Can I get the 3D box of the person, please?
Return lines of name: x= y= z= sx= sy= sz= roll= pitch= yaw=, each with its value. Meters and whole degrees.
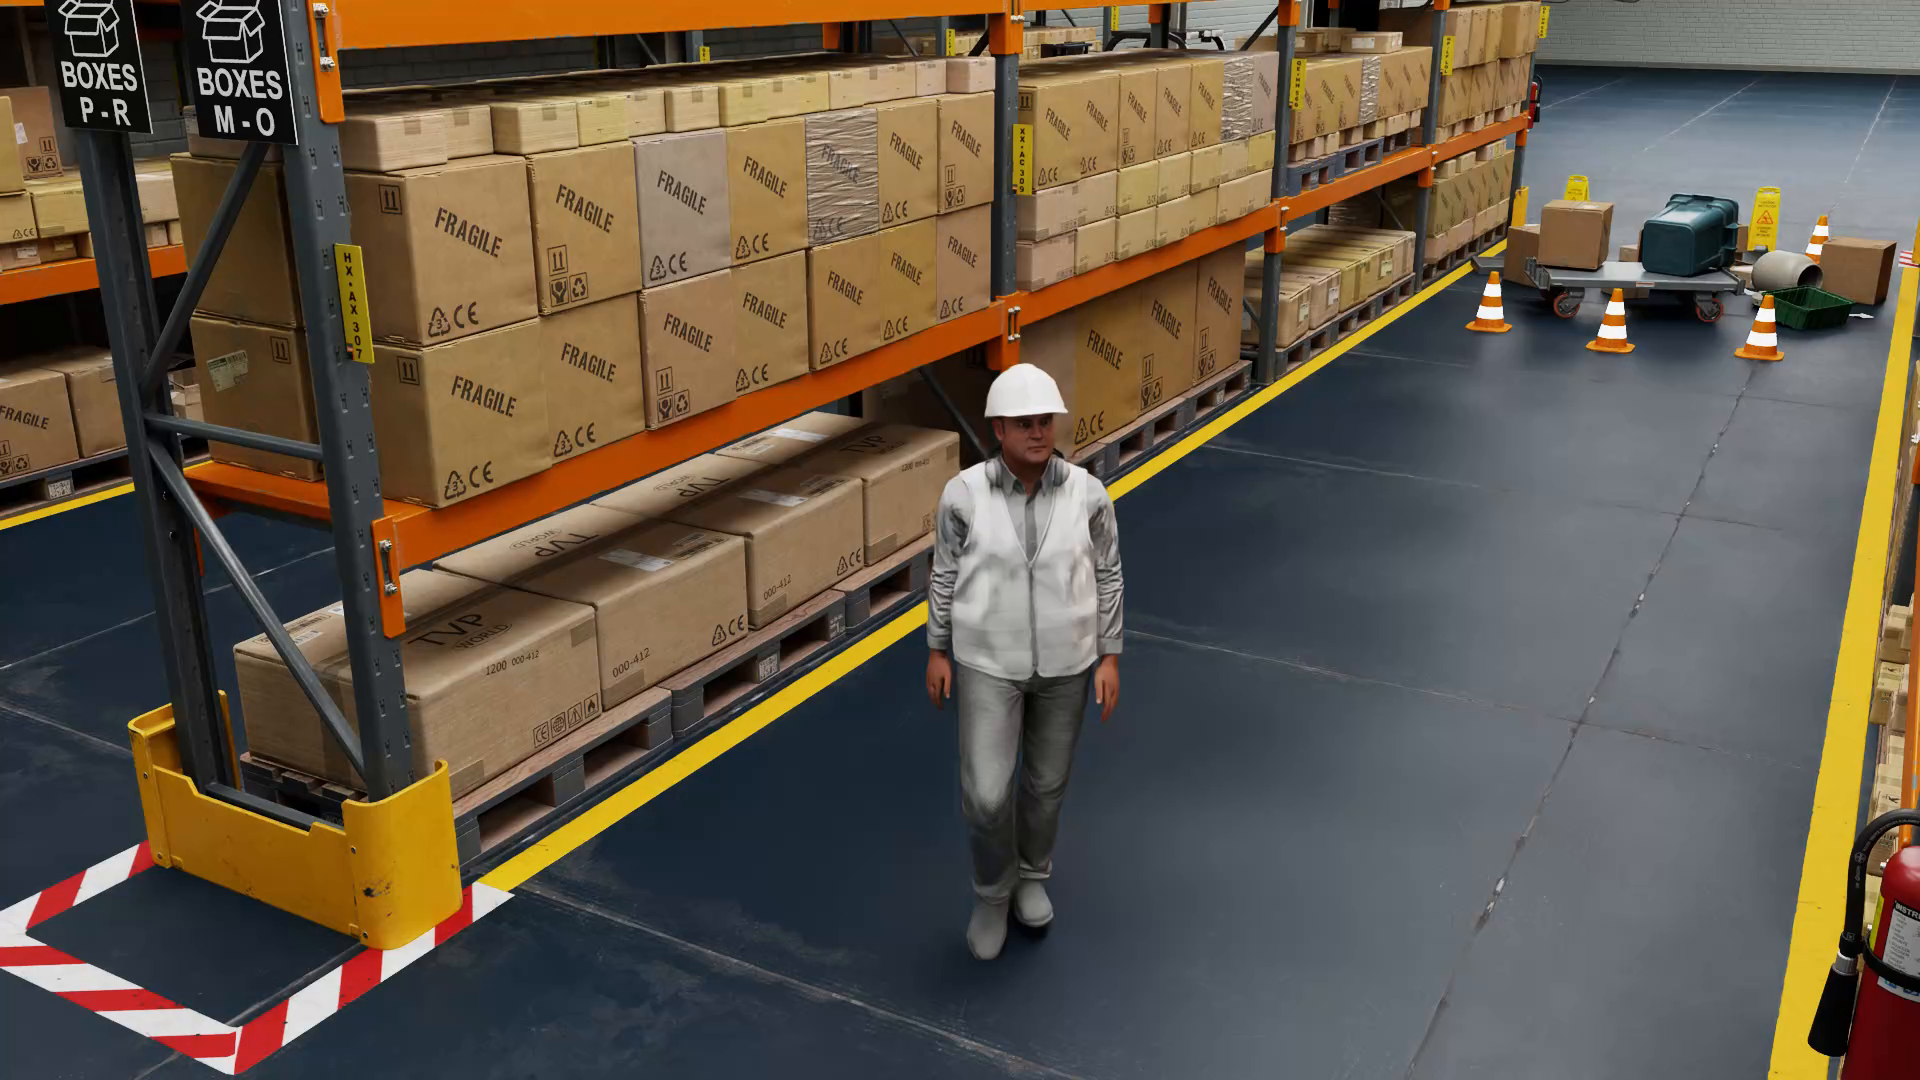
person: x=0.201 y=0.390 z=4.906 sx=0.576 sy=1.814 sz=0.524 roll=-3 pitch=19 yaw=-7
